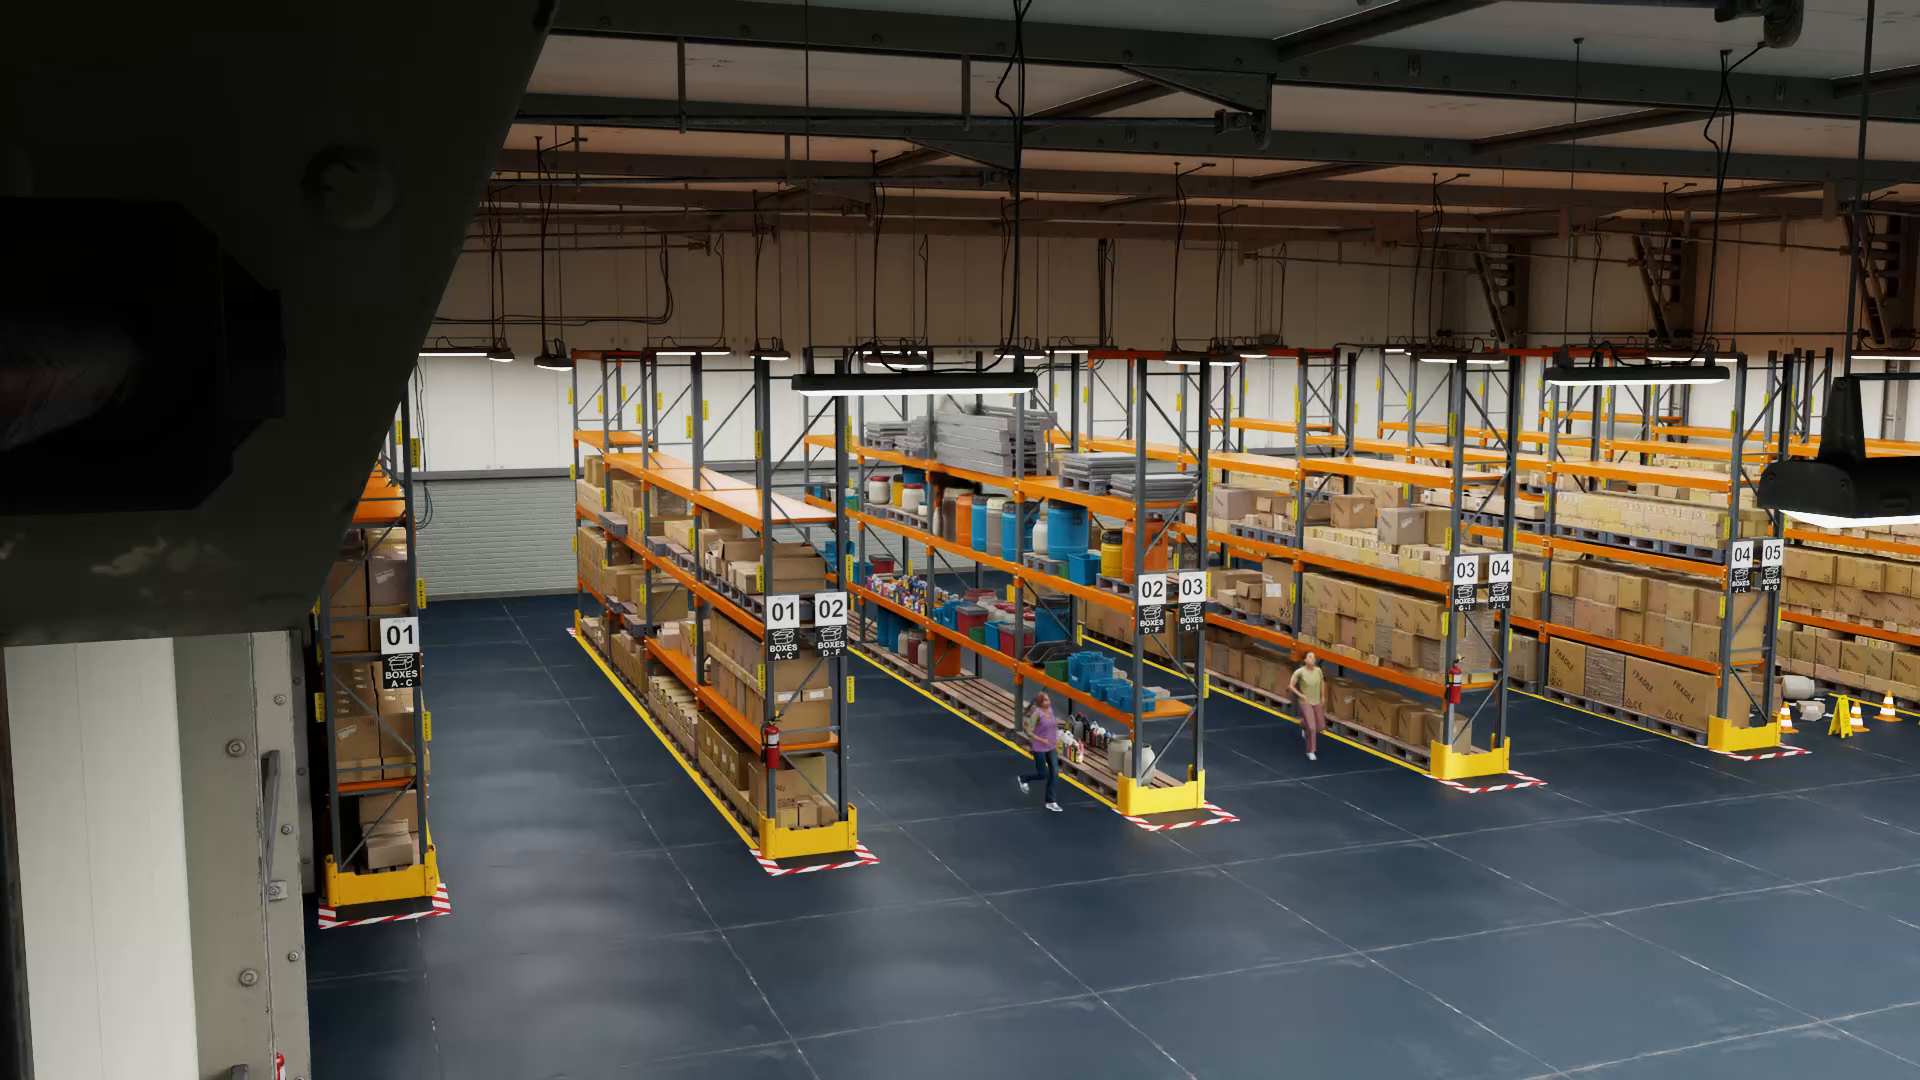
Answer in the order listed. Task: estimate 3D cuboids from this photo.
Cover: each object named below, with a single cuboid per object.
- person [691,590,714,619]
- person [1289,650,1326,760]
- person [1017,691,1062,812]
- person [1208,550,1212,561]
[{"bbox_3d":[-5.316,1.278,34.573,0.592,1.594,0.700,-5,9,-37],"label":"person"},{"bbox_3d":[5.218,2.442,24.982,0.597,1.616,0.639,-3,8,-20],"label":"person"},{"bbox_3d":[1.094,2.798,22.239,0.537,1.585,0.779,-6,9,-41],"label":"person"},{"bbox_3d":[6.076,0.326,41.549,0.601,1.700,0.797,-1,7,-10],"label":"person"}]
